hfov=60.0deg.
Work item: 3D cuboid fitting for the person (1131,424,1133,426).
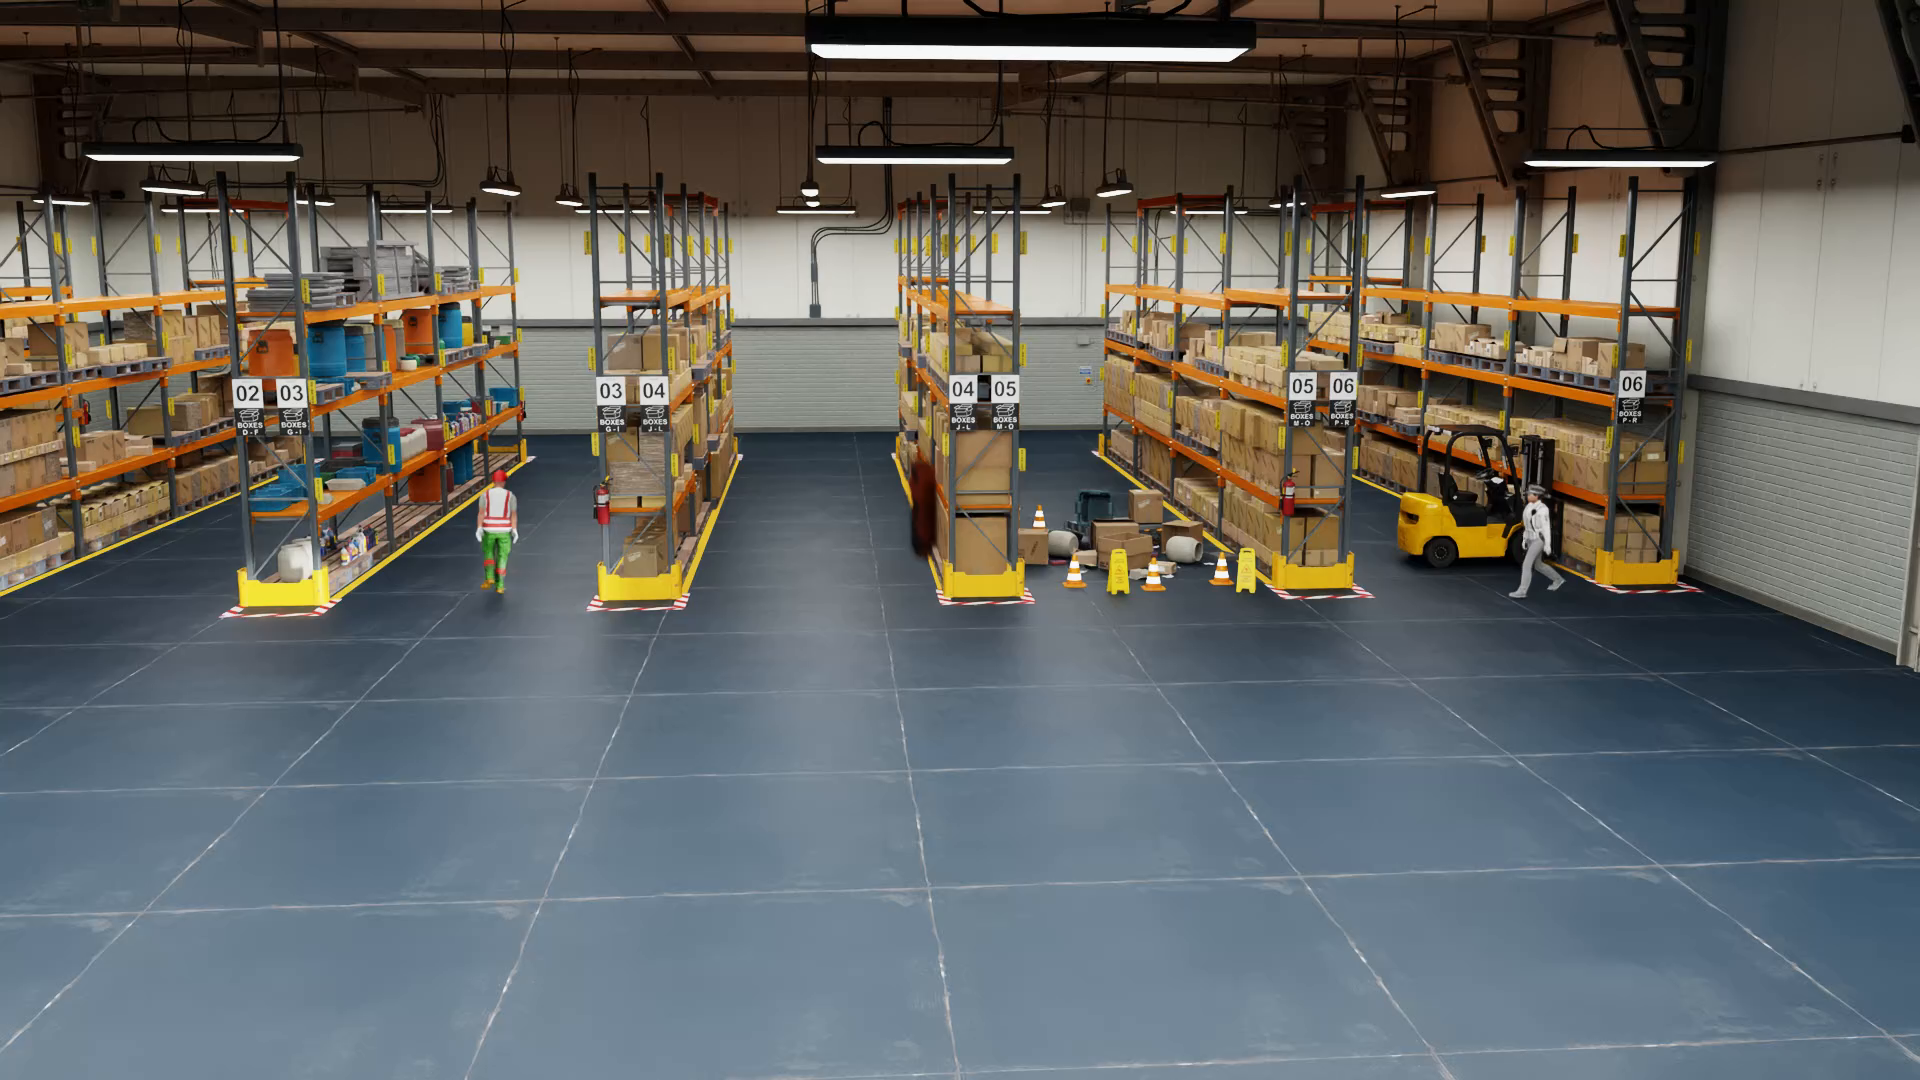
[{"bbox_3d":[4.607,-3.375,42.621,0.666,1.776,0.569,-1,10,-5],"label":"person"}]

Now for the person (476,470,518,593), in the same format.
[{"bbox_3d":[-6.734,-0.124,24.215,0.594,1.785,0.461,-1,10,-5],"label":"person"}]

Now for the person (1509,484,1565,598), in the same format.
[{"bbox_3d":[8.333,-0.001,23.917,0.933,1.631,0.510,-2,10,-12],"label":"person"}]
